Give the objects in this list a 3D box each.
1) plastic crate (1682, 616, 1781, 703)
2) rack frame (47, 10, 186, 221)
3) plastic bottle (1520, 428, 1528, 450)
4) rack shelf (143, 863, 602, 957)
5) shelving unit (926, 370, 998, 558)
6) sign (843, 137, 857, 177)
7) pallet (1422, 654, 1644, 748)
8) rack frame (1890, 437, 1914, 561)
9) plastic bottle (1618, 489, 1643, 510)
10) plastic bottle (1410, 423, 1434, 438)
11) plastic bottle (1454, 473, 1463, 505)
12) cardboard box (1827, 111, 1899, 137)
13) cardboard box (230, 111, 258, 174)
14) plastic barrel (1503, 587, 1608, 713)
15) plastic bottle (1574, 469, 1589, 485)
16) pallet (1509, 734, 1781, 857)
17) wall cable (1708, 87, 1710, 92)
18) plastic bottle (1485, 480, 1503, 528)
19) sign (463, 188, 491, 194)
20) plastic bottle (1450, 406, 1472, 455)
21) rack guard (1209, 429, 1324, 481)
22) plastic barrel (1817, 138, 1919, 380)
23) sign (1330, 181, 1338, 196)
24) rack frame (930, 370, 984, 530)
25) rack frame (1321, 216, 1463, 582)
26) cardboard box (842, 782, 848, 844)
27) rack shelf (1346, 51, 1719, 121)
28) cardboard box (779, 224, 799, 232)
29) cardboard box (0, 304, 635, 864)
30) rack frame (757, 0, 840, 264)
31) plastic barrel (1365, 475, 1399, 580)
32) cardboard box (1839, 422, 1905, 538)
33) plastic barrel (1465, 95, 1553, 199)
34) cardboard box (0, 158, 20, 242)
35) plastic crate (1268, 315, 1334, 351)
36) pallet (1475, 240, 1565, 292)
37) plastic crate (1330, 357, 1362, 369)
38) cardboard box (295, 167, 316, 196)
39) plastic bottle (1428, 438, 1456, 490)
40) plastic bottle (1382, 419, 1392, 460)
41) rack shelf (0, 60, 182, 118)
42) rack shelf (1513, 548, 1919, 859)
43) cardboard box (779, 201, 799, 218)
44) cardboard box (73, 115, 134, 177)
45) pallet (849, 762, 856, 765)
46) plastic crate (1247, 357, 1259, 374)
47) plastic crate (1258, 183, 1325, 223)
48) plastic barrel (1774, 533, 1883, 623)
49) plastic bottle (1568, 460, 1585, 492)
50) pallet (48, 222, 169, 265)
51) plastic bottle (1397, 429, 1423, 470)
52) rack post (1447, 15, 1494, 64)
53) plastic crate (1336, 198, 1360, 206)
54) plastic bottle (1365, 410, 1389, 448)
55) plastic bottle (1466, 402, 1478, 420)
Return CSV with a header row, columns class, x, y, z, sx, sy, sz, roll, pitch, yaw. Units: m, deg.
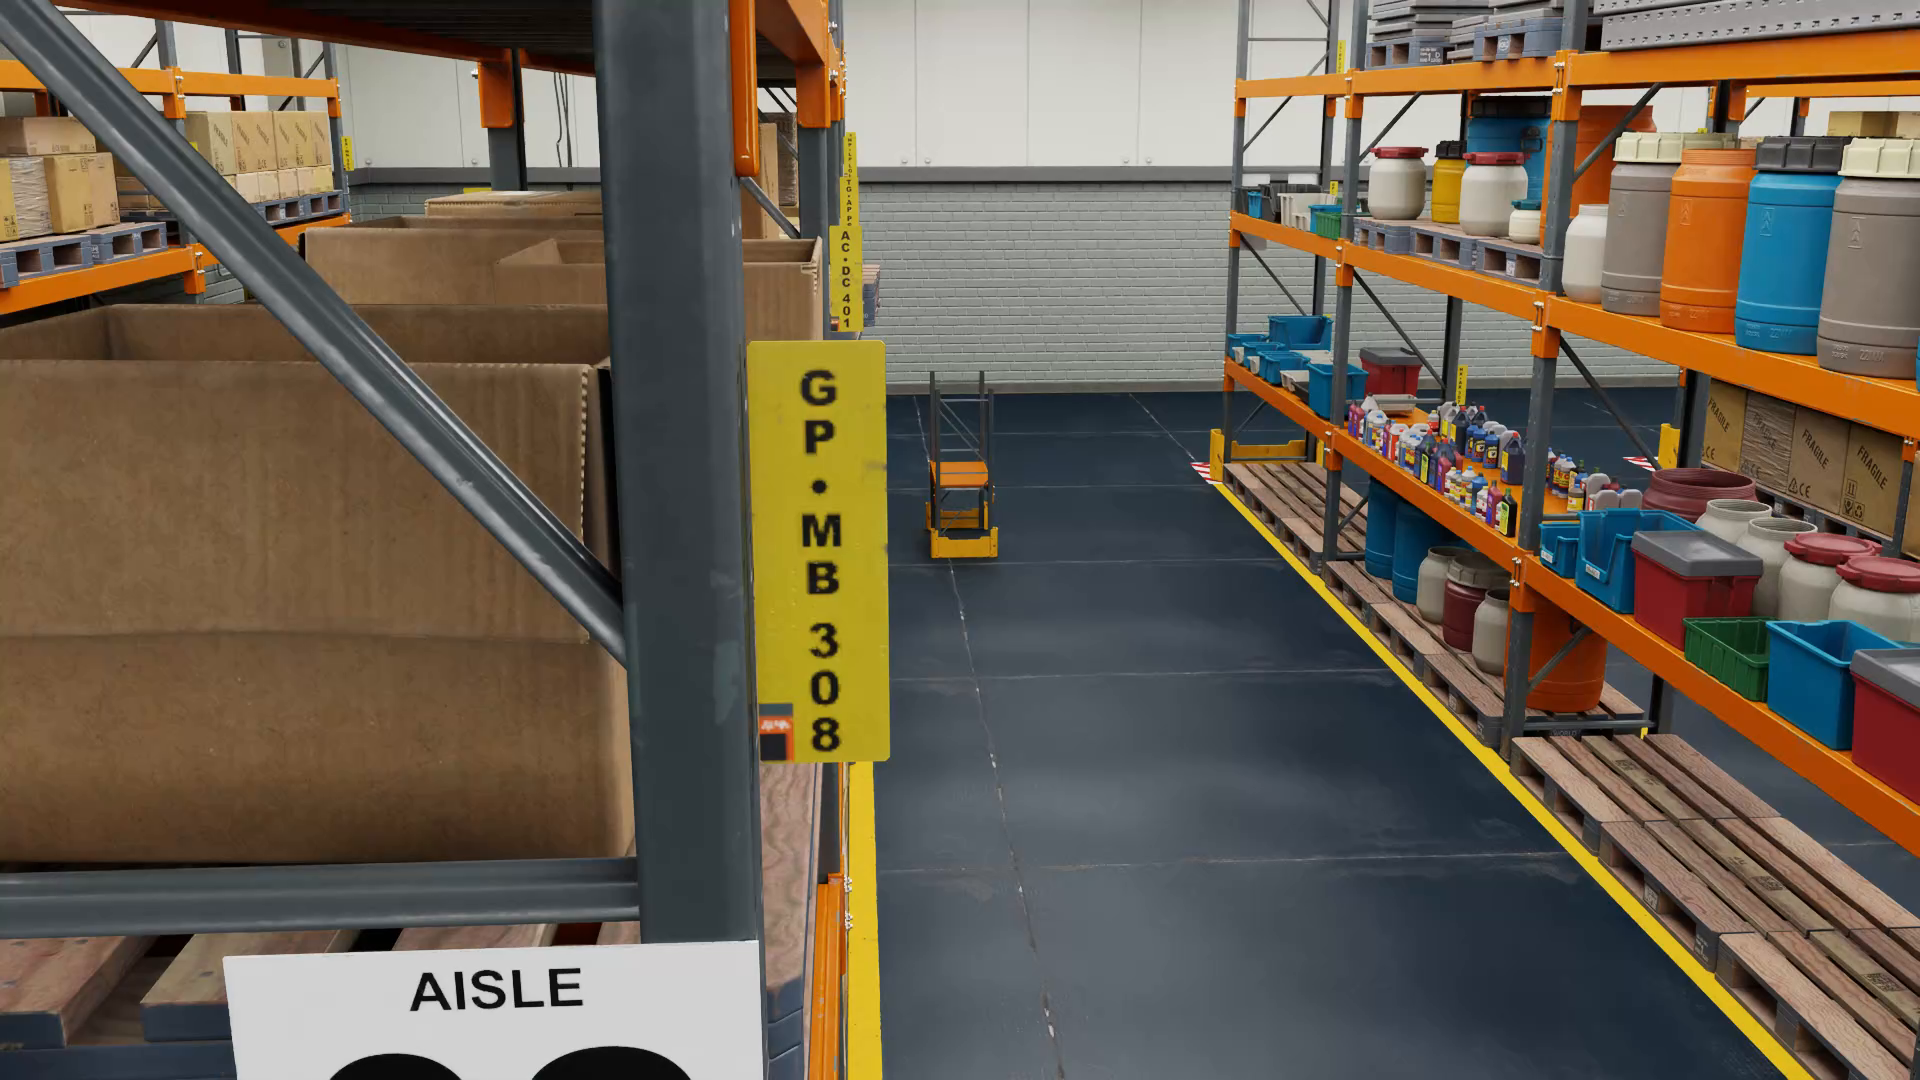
class,x,y,z,sx,sy,sz,roll,pitch,yaw
plastic crate,3.648,0.538,7.563,0.450,0.188,0.662,-1,14,-3
rack frame,-6.346,-3.877,12.261,1.000,3.000,0.127,-1,14,-3
plastic bottle,3.994,-0.604,11.675,0.144,0.351,0.185,-1,14,-3
rack shelf,-0.782,0.333,3.359,1.077,0.370,4.000,-1,14,-3
shelving unit,0.005,-0.707,14.989,0.587,1.500,1.083,-1,14,-3
sign,-0.848,-2.953,12.859,0.100,0.325,0.005,-1,14,-3
pallet,3.699,1.025,10.843,1.003,0.211,1.213,-1,14,-3
rack frame,8.486,-1.202,13.900,1.000,3.000,0.127,-1,14,-3
plastic bottle,4.086,-0.183,10.190,0.152,0.276,0.135,-1,14,-3
plastic bottle,3.400,-0.716,12.262,0.152,0.276,0.135,-1,14,-3
plastic bottle,3.306,-0.335,10.933,0.097,0.201,0.097,0,14,0
cardboard box,8.353,-3.810,15.269,0.500,0.250,0.500,-1,14,-5
cardboard box,-6.148,-3.276,13.697,0.500,0.500,0.500,-1,14,-5
plastic barrel,3.743,0.596,10.426,0.600,0.830,0.708,-1,14,-3
plastic bottle,4.016,-0.324,10.747,0.097,0.271,0.097,0,14,0
pallet,3.799,1.413,9.333,1.003,0.211,1.213,-1,14,-3
wall cable,11.327,-8.119,22.290,2.277,5.999,0.120,-1,14,-3
plastic bottle,3.325,-0.225,10.339,0.061,0.283,0.133,-1,14,-3
sign,-1.447,-0.905,5.057,0.100,0.325,0.005,-1,14,-3
plastic bottle,3.793,-0.829,12.553,0.144,0.351,0.185,-1,14,-3
rack guard,3.280,-0.915,17.803,1.175,0.500,0.348,-1,14,-3
plastic barrel,3.749,-1.117,6.545,0.600,0.901,0.600,0,14,0
sign,3.842,-3.534,17.157,0.100,0.325,0.005,-1,14,-3
rack frame,-0.026,-0.832,15.472,0.500,1.500,0.032,-1,14,-3
rack frame,3.542,-1.125,13.603,1.000,3.000,0.127,-1,14,-3
cardboard box,-0.780,1.308,7.697,0.500,0.311,0.500,0,14,-2
rack shelf,3.666,-2.991,11.062,1.077,0.370,4.000,-1,14,-3
cardboard box,-1.019,-1.396,8.095,0.500,0.250,0.500,0,14,-2
cardboard box,-0.690,0.018,1.809,0.797,0.503,0.637,0,14,0
rack frame,-1.154,-2.960,8.695,1.000,3.000,0.127,-1,14,-3
plastic barrel,3.559,-0.177,13.285,0.600,0.901,0.708,-1,14,-3
cardboard box,8.525,-0.541,14.755,0.875,0.875,0.875,-1,14,-3
plastic barrel,3.801,-2.602,11.474,0.600,0.901,0.708,-1,14,-3
cardboard box,-6.292,-2.080,10.211,0.700,0.500,0.500,0,14,-1
plastic crate,3.501,-2.086,17.145,0.616,0.435,0.499,-1,14,-3
pallet,3.840,-1.683,10.131,1.003,0.211,1.213,-1,14,-3
plastic crate,3.631,-1.479,15.097,0.437,0.282,0.530,-1,14,-3
cardboard box,-6.250,-3.291,15.260,0.500,0.250,0.500,-1,14,-6
plastic bottle,3.300,-0.525,11.369,0.144,0.351,0.185,-1,14,-3
plastic bottle,3.194,-0.750,12.379,0.061,0.283,0.133,-1,14,-3
rack shelf,-6.222,-2.838,10.467,1.077,0.370,4.000,-1,14,-3
rack shelf,3.914,0.716,7.893,1.077,0.370,4.000,-1,14,-3
cardboard box,-1.215,-1.664,9.476,0.910,0.500,0.500,-1,14,-3
cardboard box,-6.622,-3.137,13.156,0.500,0.500,0.500,-1,14,-4
pallet,-1.163,1.110,10.514,1.003,0.211,1.213,-1,14,-3
plastic crate,2.960,-1.705,16.265,0.250,0.136,0.298,-1,14,-3
plastic crate,3.115,-3.158,15.610,0.504,0.338,0.767,-1,14,-3
plastic barrel,4.125,0.267,7.918,0.433,0.535,0.433,0,14,0
plastic bottle,4.080,-0.393,10.991,0.061,0.283,0.133,-1,14,-3
pallet,-6.240,-2.105,11.775,0.805,0.209,1.217,-1,15,-6
plastic bottle,3.262,-0.656,12.029,0.152,0.276,0.135,-1,14,-3
rack post,3.795,-3.287,10.969,0.937,0.300,0.954,1,14,3
plastic crate,3.640,-3.229,16.186,0.450,0.188,0.336,-1,14,-3
plastic bottle,3.213,-0.853,12.794,0.152,0.276,0.135,-1,14,-3
plastic bottle,3.926,-0.878,12.740,0.144,0.351,0.185,-1,14,-3
